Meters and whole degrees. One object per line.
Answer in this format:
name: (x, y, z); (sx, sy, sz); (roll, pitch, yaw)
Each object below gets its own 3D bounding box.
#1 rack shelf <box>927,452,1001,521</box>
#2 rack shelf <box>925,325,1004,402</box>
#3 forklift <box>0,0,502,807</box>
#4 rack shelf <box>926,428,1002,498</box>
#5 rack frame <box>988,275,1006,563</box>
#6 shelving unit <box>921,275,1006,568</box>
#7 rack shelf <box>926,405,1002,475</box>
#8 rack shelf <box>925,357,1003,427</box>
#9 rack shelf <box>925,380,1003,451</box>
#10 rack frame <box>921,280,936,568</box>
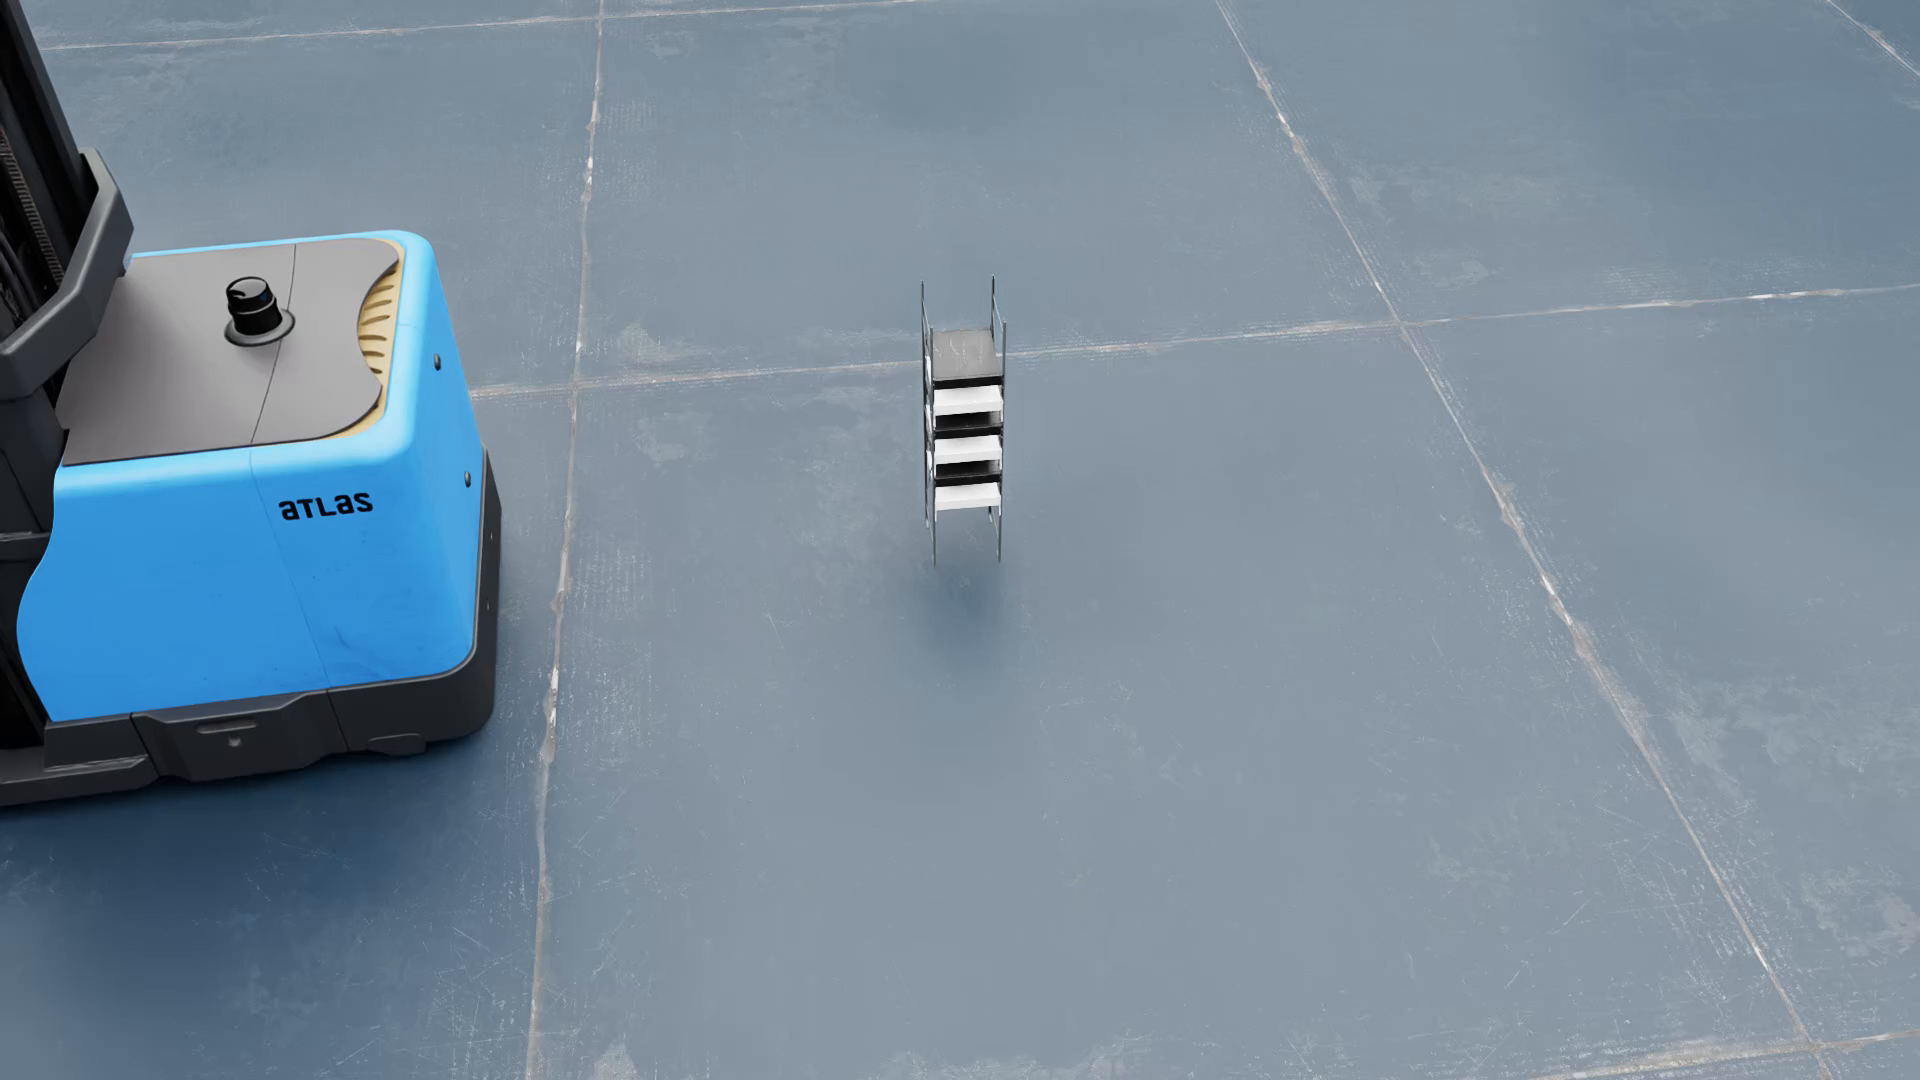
rack shelf: (0.008, -0.176, 5.092); (0.200, 0.077, 0.258); (-5, 42, -6)
rack shelf: (0.008, -0.511, 4.791); (0.200, 0.077, 0.258); (-5, 42, -6)
forklift: (-2.864, -0.673, 3.808); (3.031, 2.935, 1.130); (-7, 42, -7)
rack shelf: (0.008, -0.243, 5.032); (0.200, 0.077, 0.258); (-5, 42, -6)
rack frame: (0.109, -0.344, 4.959); (0.006, 0.900, 0.240); (-5, 42, -6)
shelving unit: (0.008, -0.335, 4.949); (0.210, 0.900, 0.258); (-5, 42, -6)
rack shelf: (0.008, -0.310, 4.972); (0.200, 0.077, 0.258); (-5, 42, -6)
rack shelf: (0.008, -0.444, 4.851); (0.200, 0.077, 0.258); (-5, 42, -6)
rack shelf: (0.008, -0.377, 4.911); (0.200, 0.077, 0.258); (-5, 42, -6)
rack frame: (-0.093, -0.326, 4.940); (0.006, 0.900, 0.240); (-5, 42, -6)
